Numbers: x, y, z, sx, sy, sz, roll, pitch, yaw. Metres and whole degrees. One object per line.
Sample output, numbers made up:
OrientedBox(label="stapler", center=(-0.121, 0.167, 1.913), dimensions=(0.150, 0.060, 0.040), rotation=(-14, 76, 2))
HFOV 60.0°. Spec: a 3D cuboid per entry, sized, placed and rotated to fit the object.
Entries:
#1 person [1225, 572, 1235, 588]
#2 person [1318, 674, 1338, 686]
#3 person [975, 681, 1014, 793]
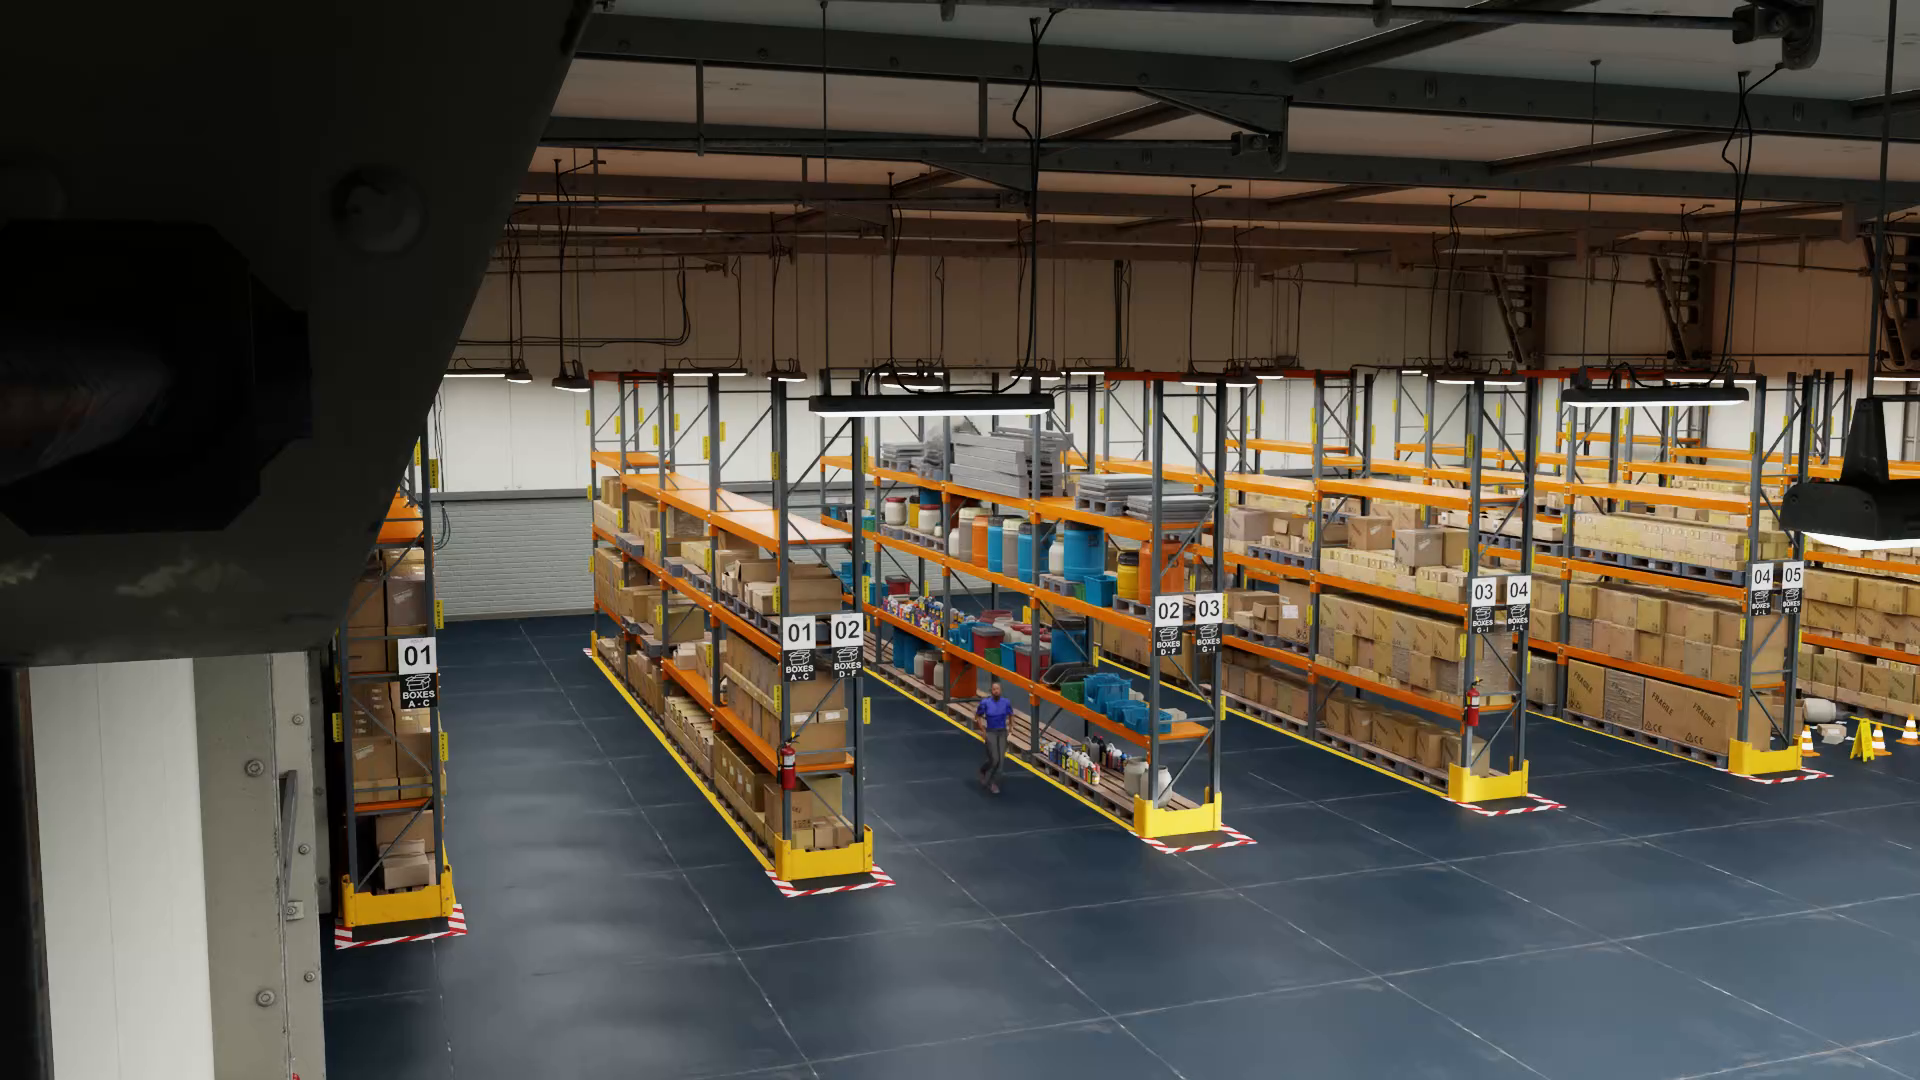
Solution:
OrientedBox(label="person", center=(6.754, 0.914, 41.592), dimensions=(0.639, 1.561, 0.568), rotation=(-2, 7, -17))
OrientedBox(label="person", center=(7.000, 1.998, 31.146), dimensions=(0.684, 1.732, 0.602), rotation=(-4, 7, -31))
OrientedBox(label="person", center=(0.532, 2.852, 24.067), dimensions=(0.566, 1.623, 0.571), rotation=(-2, 7, -16))
